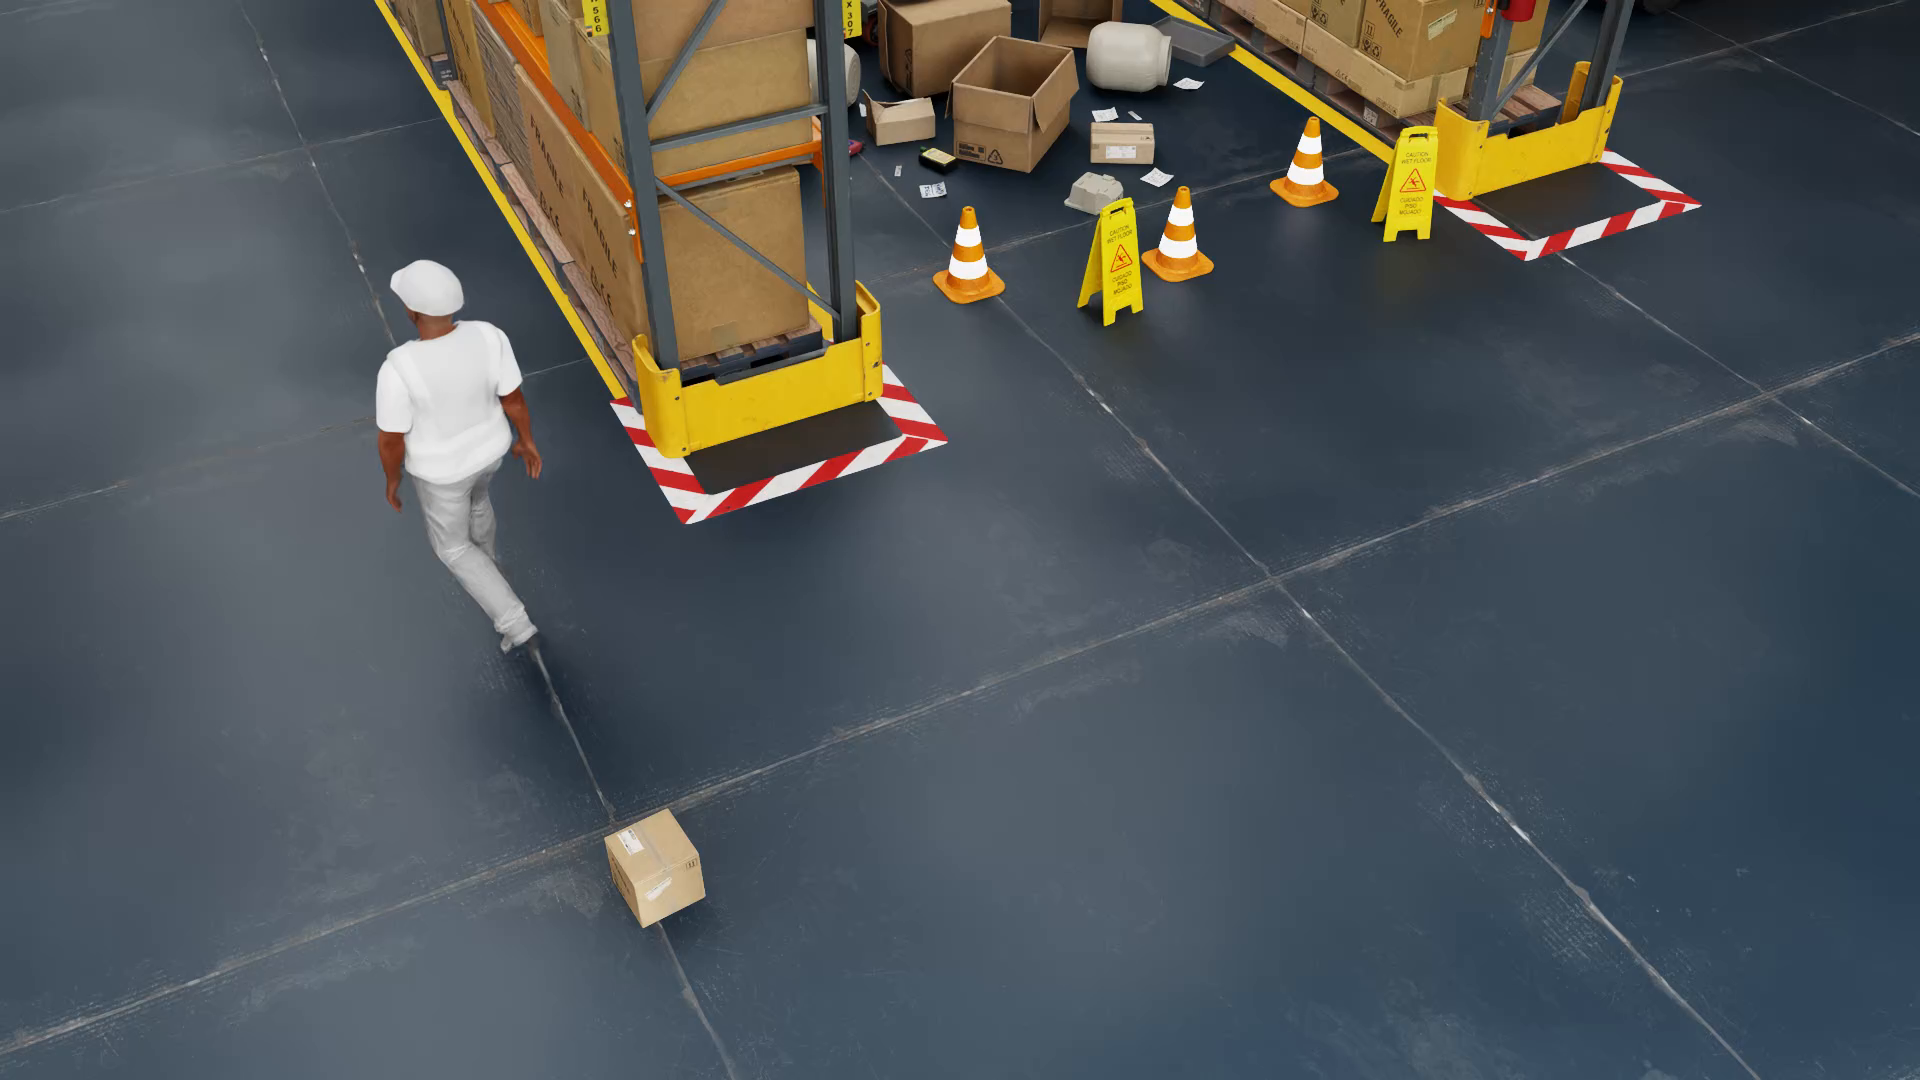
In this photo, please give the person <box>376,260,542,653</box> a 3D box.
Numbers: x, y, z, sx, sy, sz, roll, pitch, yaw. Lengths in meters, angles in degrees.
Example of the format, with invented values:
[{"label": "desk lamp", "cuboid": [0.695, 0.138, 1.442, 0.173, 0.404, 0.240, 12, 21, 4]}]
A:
[{"label": "person", "cuboid": [-1.959, -0.329, 6.516, 0.906, 1.732, 0.591, 32, 50, 32]}]
